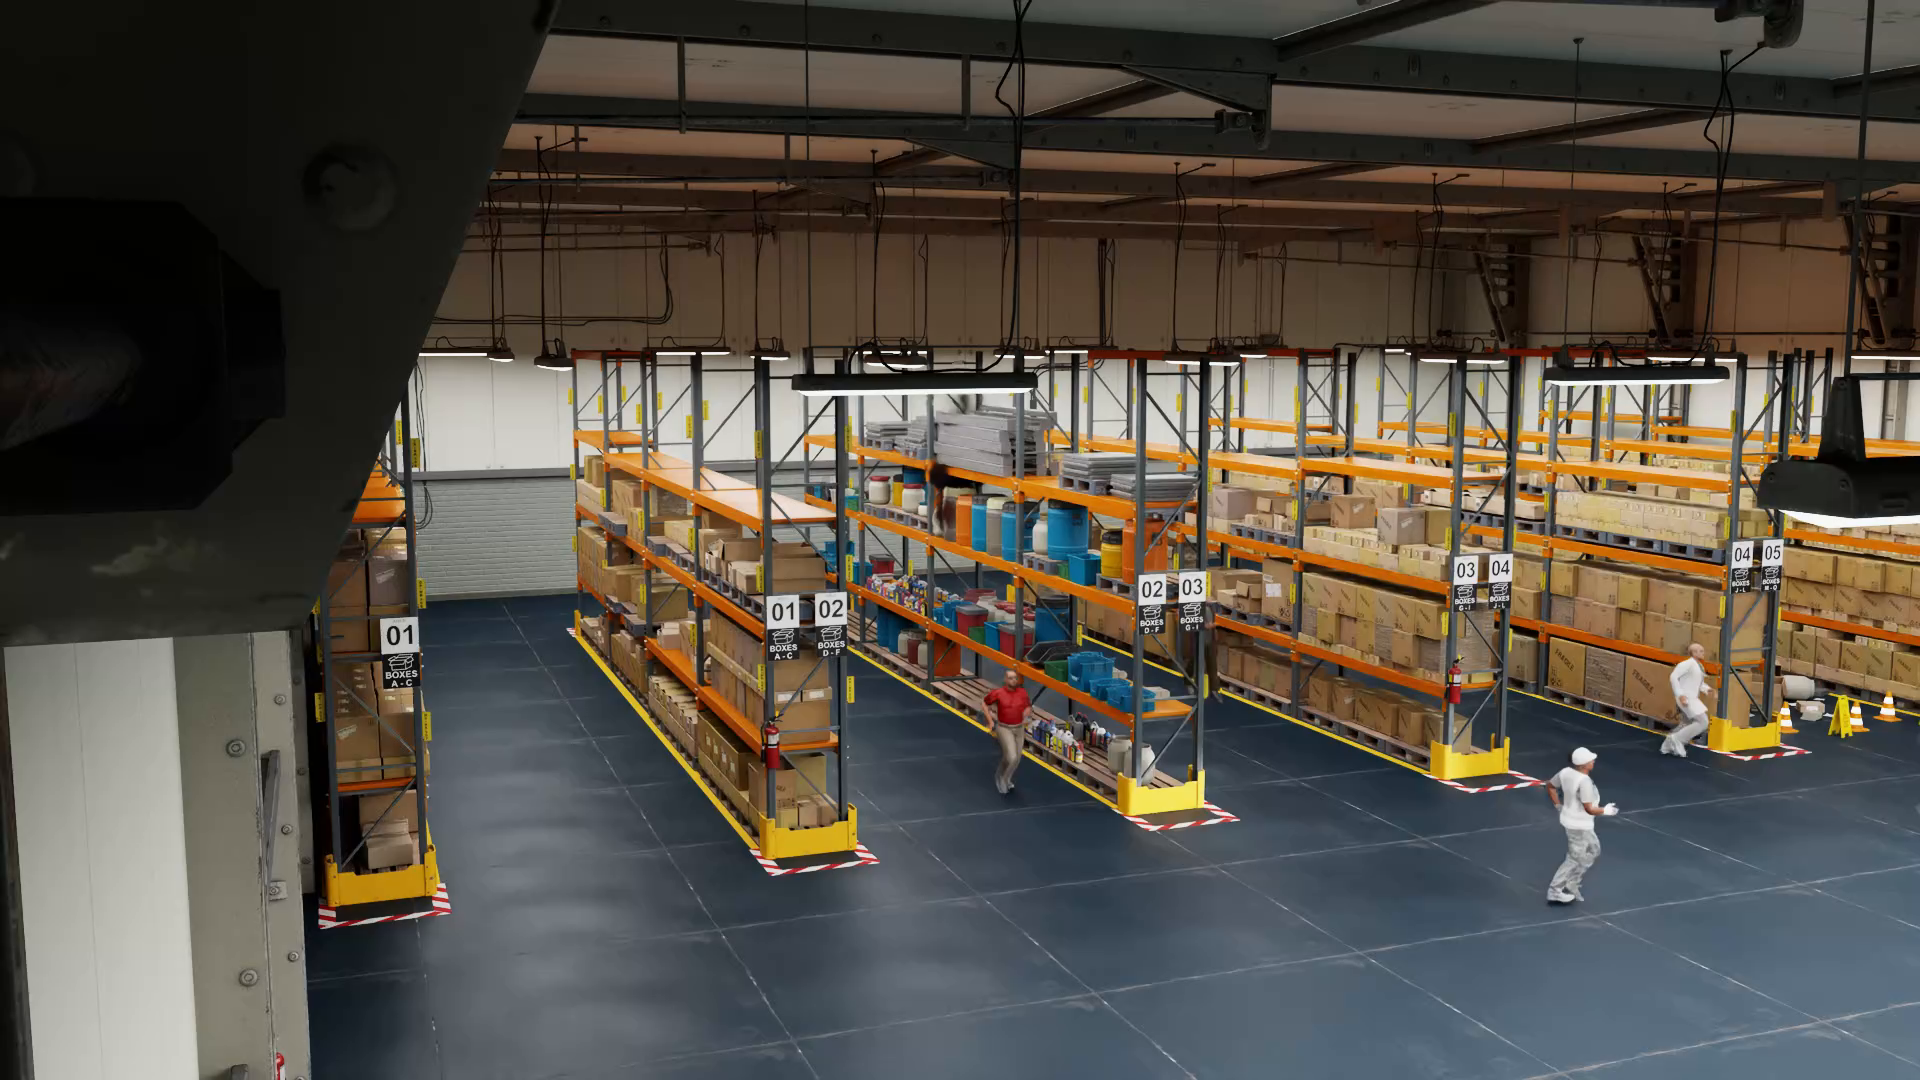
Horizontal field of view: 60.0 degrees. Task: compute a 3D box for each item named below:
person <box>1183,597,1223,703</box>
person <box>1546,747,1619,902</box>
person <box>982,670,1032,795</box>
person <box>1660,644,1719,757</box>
[{"bbox_3d":[4.020,1.725,27.516,0.678,1.848,0.855,-4,8,-28],"label":"person"},{"bbox_3d":[6.887,3.183,18.410,0.697,1.803,0.673,1,7,4],"label":"person"},{"bbox_3d":[0.708,2.648,22.868,0.637,1.720,0.675,-4,8,-27],"label":"person"},{"bbox_3d":[10.899,2.386,24.815,0.759,1.708,0.662,5,9,34],"label":"person"}]
